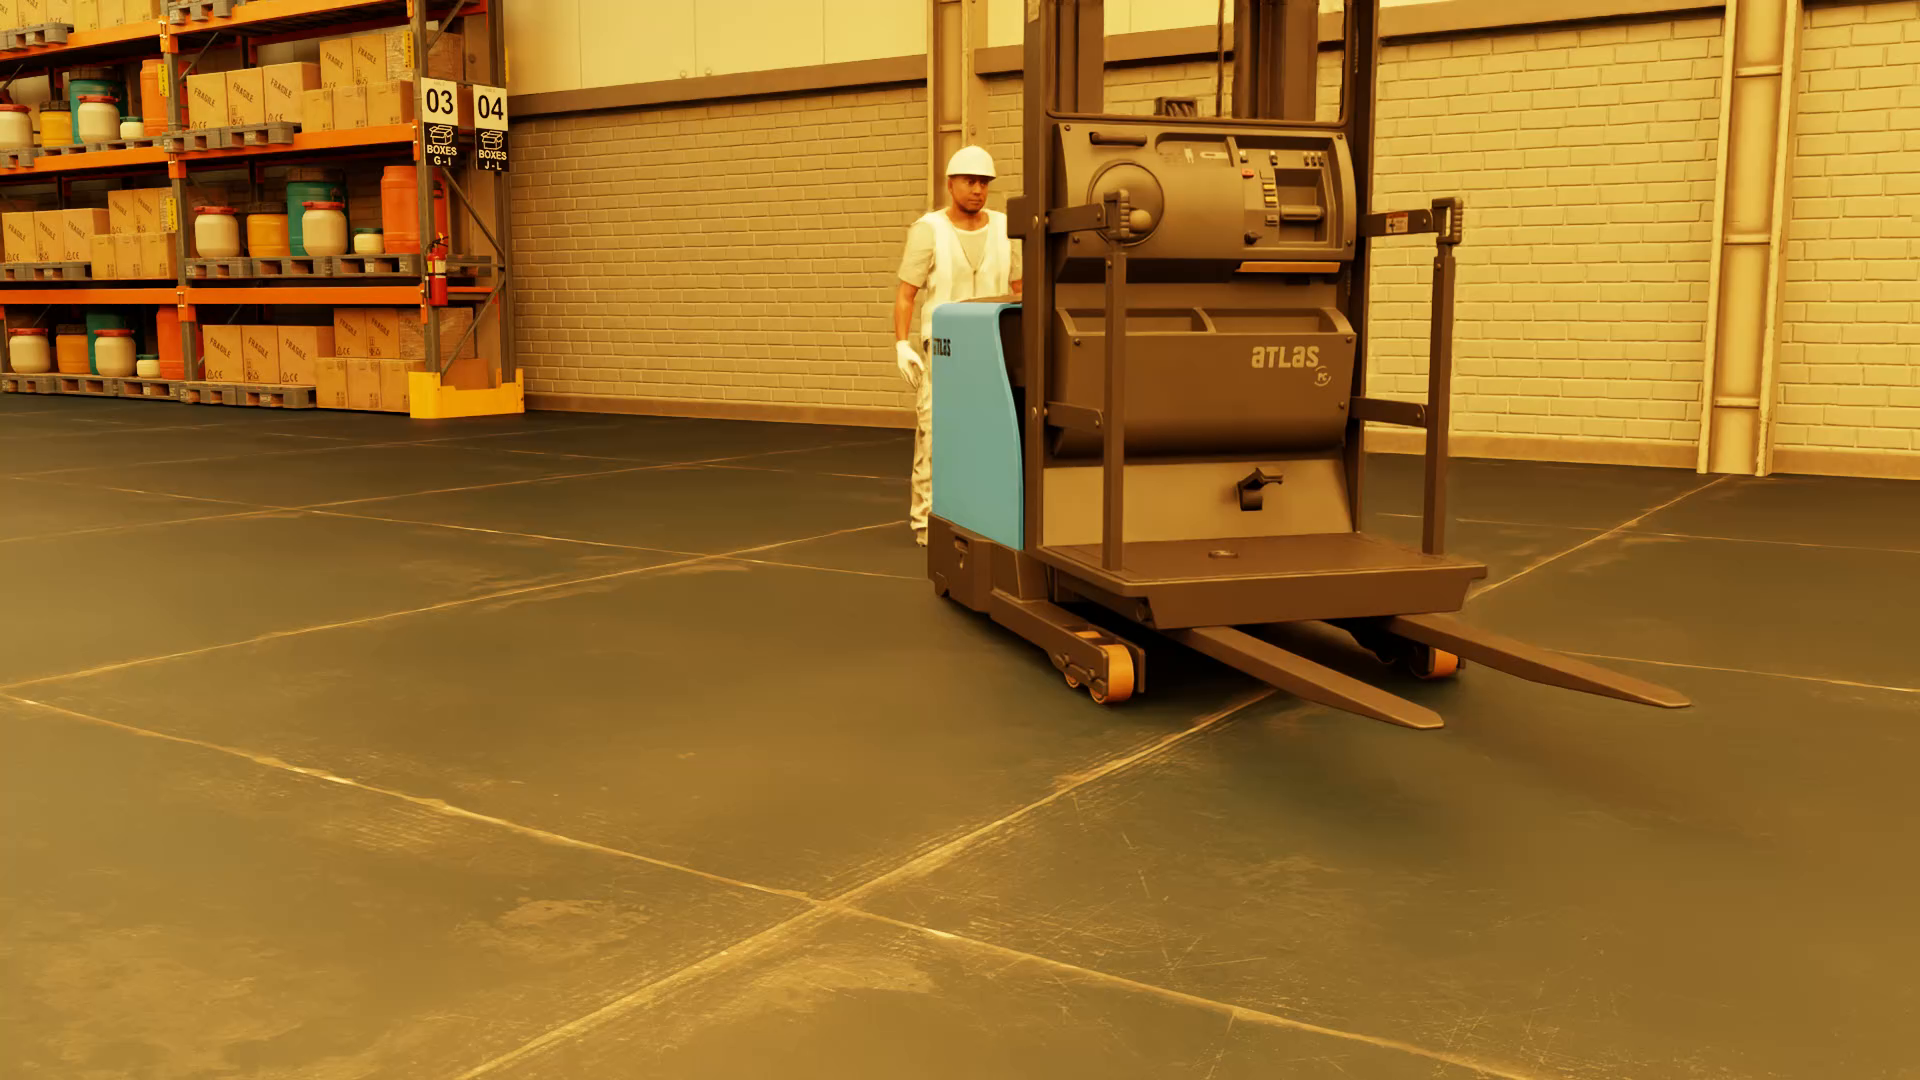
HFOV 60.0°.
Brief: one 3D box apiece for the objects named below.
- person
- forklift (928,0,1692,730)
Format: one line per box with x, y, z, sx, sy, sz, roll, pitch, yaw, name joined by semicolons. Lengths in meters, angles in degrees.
0.049;-0.852;7.389;0.664;1.756;0.511;-2;8;-14;person
0.802;-1.069;4.713;1.130;2.935;3.031;-2;8;-17;forklift
